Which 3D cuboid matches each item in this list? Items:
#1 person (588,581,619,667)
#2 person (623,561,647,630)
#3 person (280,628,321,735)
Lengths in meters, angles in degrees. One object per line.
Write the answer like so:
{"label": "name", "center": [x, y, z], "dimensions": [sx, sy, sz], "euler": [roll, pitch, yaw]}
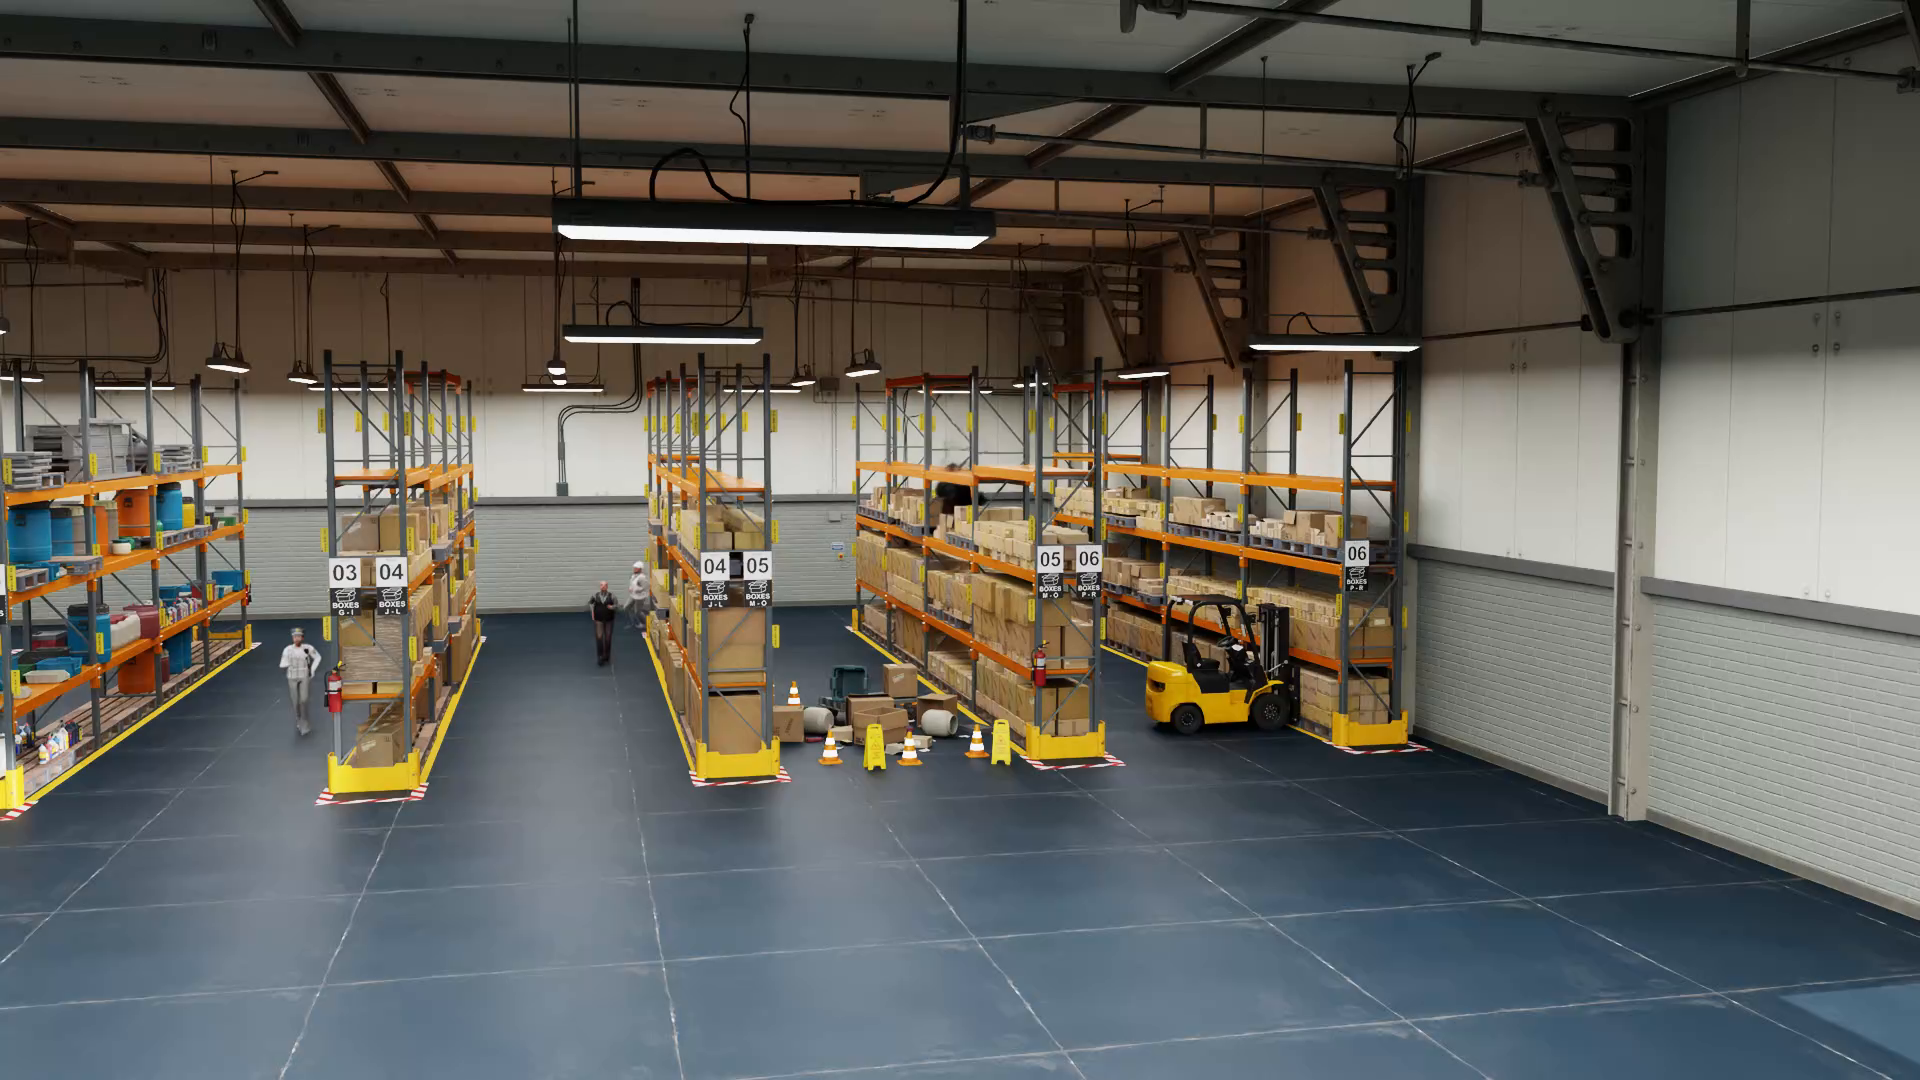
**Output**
{"label": "person", "center": [-7.416, 1.736, 34.637], "dimensions": [0.639, 1.776, 0.723], "euler": [-1, 4, -15]}
{"label": "person", "center": [-7.794, 1.357, 40.305], "dimensions": [0.672, 1.713, 0.817], "euler": [-3, 5, -36]}
{"label": "person", "center": [-10.713, 2.283, 26.985], "dimensions": [0.592, 1.734, 0.684], "euler": [-1, 4, -12]}
